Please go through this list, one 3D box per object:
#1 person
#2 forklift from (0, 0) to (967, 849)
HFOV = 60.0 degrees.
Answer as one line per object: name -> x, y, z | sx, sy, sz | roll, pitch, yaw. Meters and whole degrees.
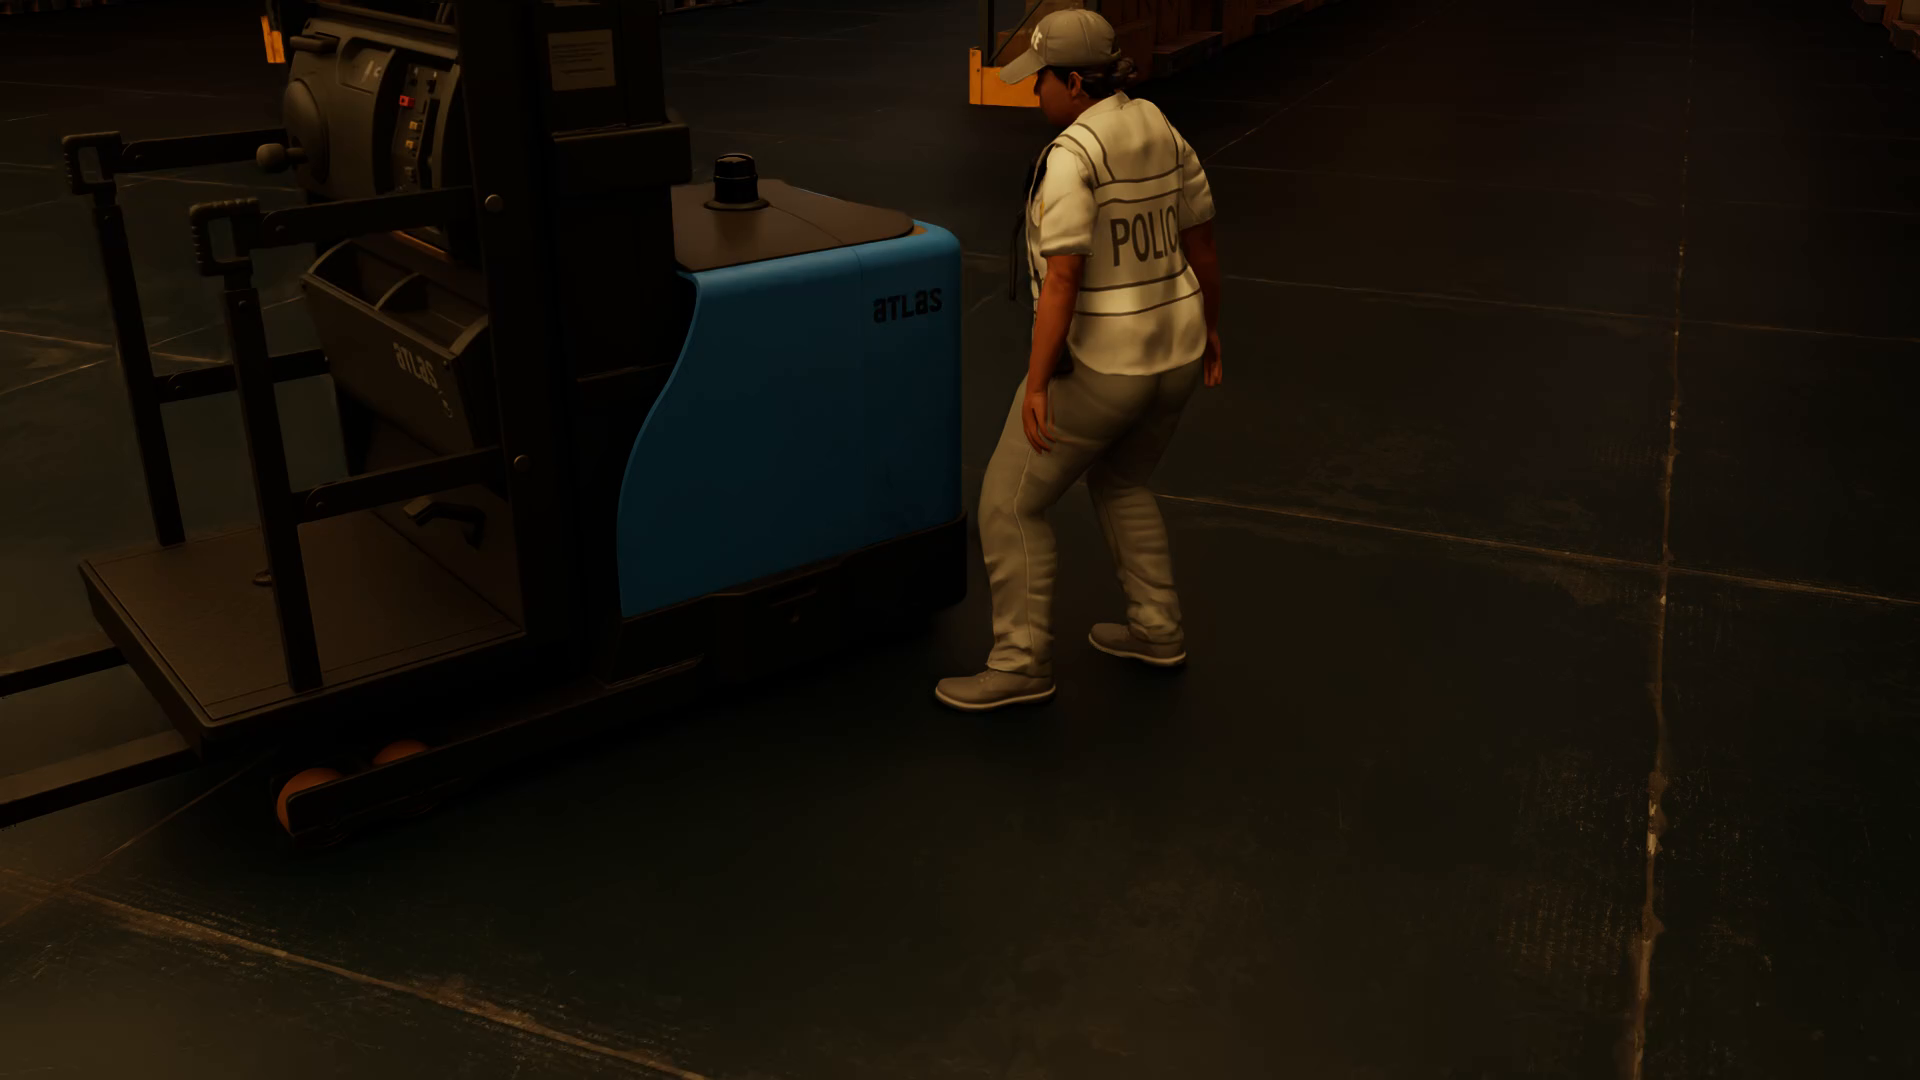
person -> 0.304, -0.422, 4.005 | 0.470, 1.637, 0.816 | 19, 29, 38
forklift -> -1.450, -0.928, 3.514 | 3.031, 2.935, 1.130 | -17, 28, -35
